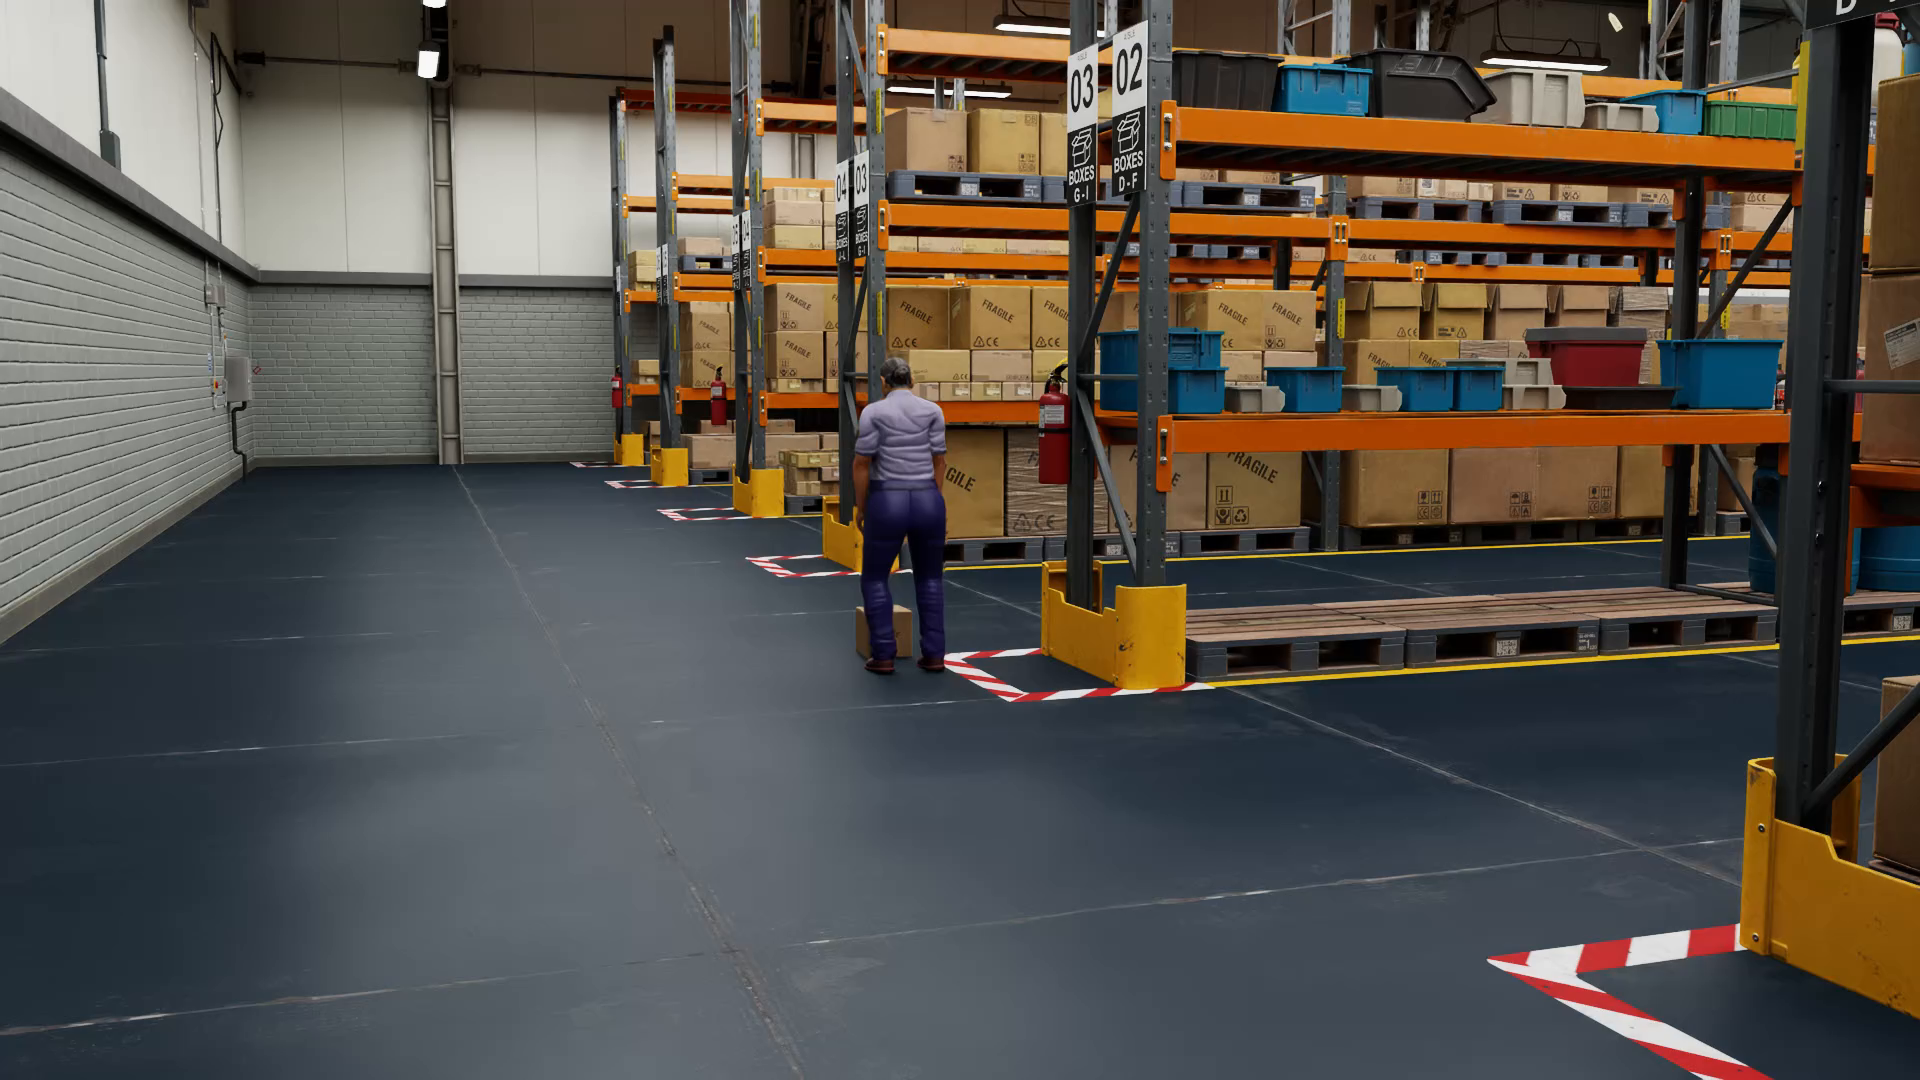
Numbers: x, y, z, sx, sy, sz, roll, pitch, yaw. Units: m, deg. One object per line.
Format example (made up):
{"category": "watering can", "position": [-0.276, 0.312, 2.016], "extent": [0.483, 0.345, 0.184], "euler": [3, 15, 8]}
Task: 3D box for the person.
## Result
{"category": "person", "position": [-0.309, -0.123, 8.532], "extent": [0.489, 1.621, 0.372], "euler": [-1, 6, -14]}
